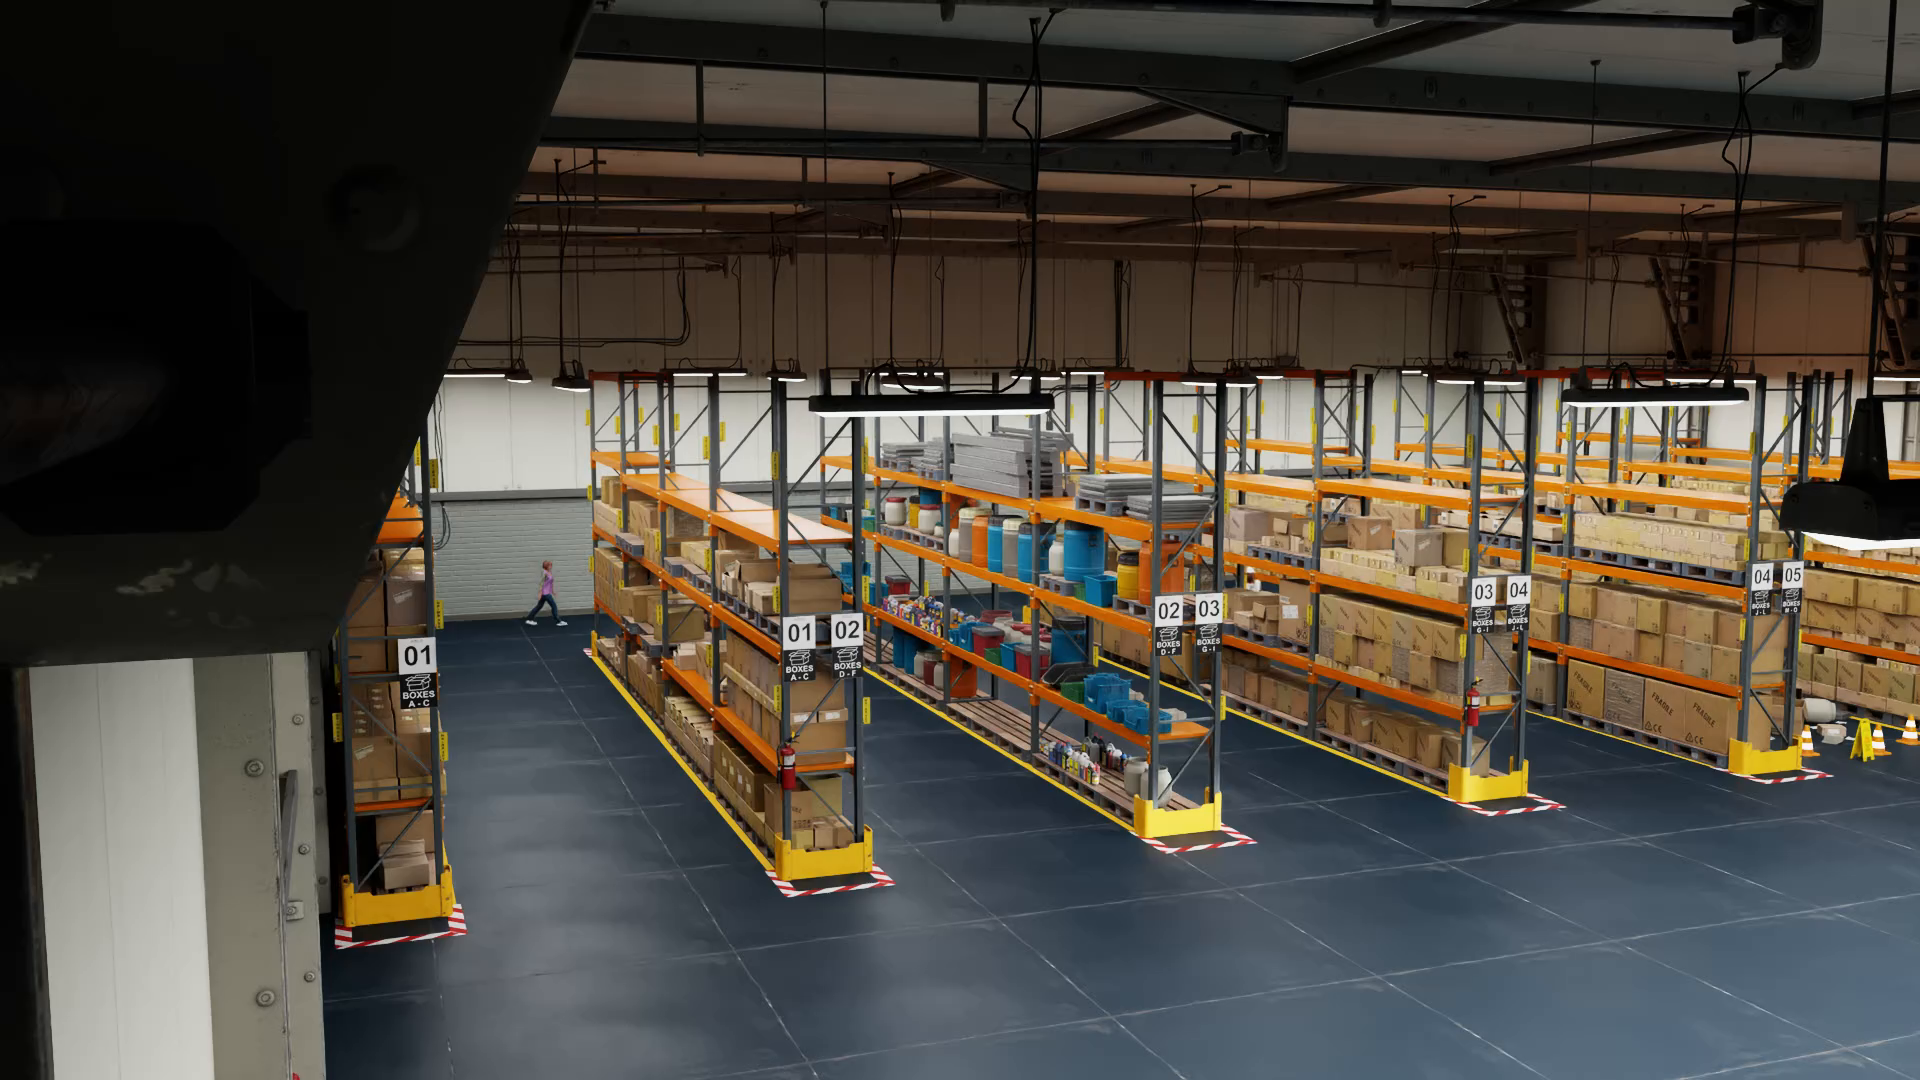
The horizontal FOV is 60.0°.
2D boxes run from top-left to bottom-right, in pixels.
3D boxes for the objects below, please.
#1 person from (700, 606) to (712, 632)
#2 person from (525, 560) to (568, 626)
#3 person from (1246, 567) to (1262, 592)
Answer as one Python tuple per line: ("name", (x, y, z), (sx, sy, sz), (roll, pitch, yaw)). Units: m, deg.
("person", (-5.256, 1.607, 34.928), (0.720, 1.686, 0.660), (-2, 7, -13))
("person", (-9.637, 1.235, 38.703), (0.981, 1.536, 0.402), (-1, 7, -12))
("person", (6.272, 1.446, 35.913), (0.662, 1.722, 1.069), (-2, 7, -18))
